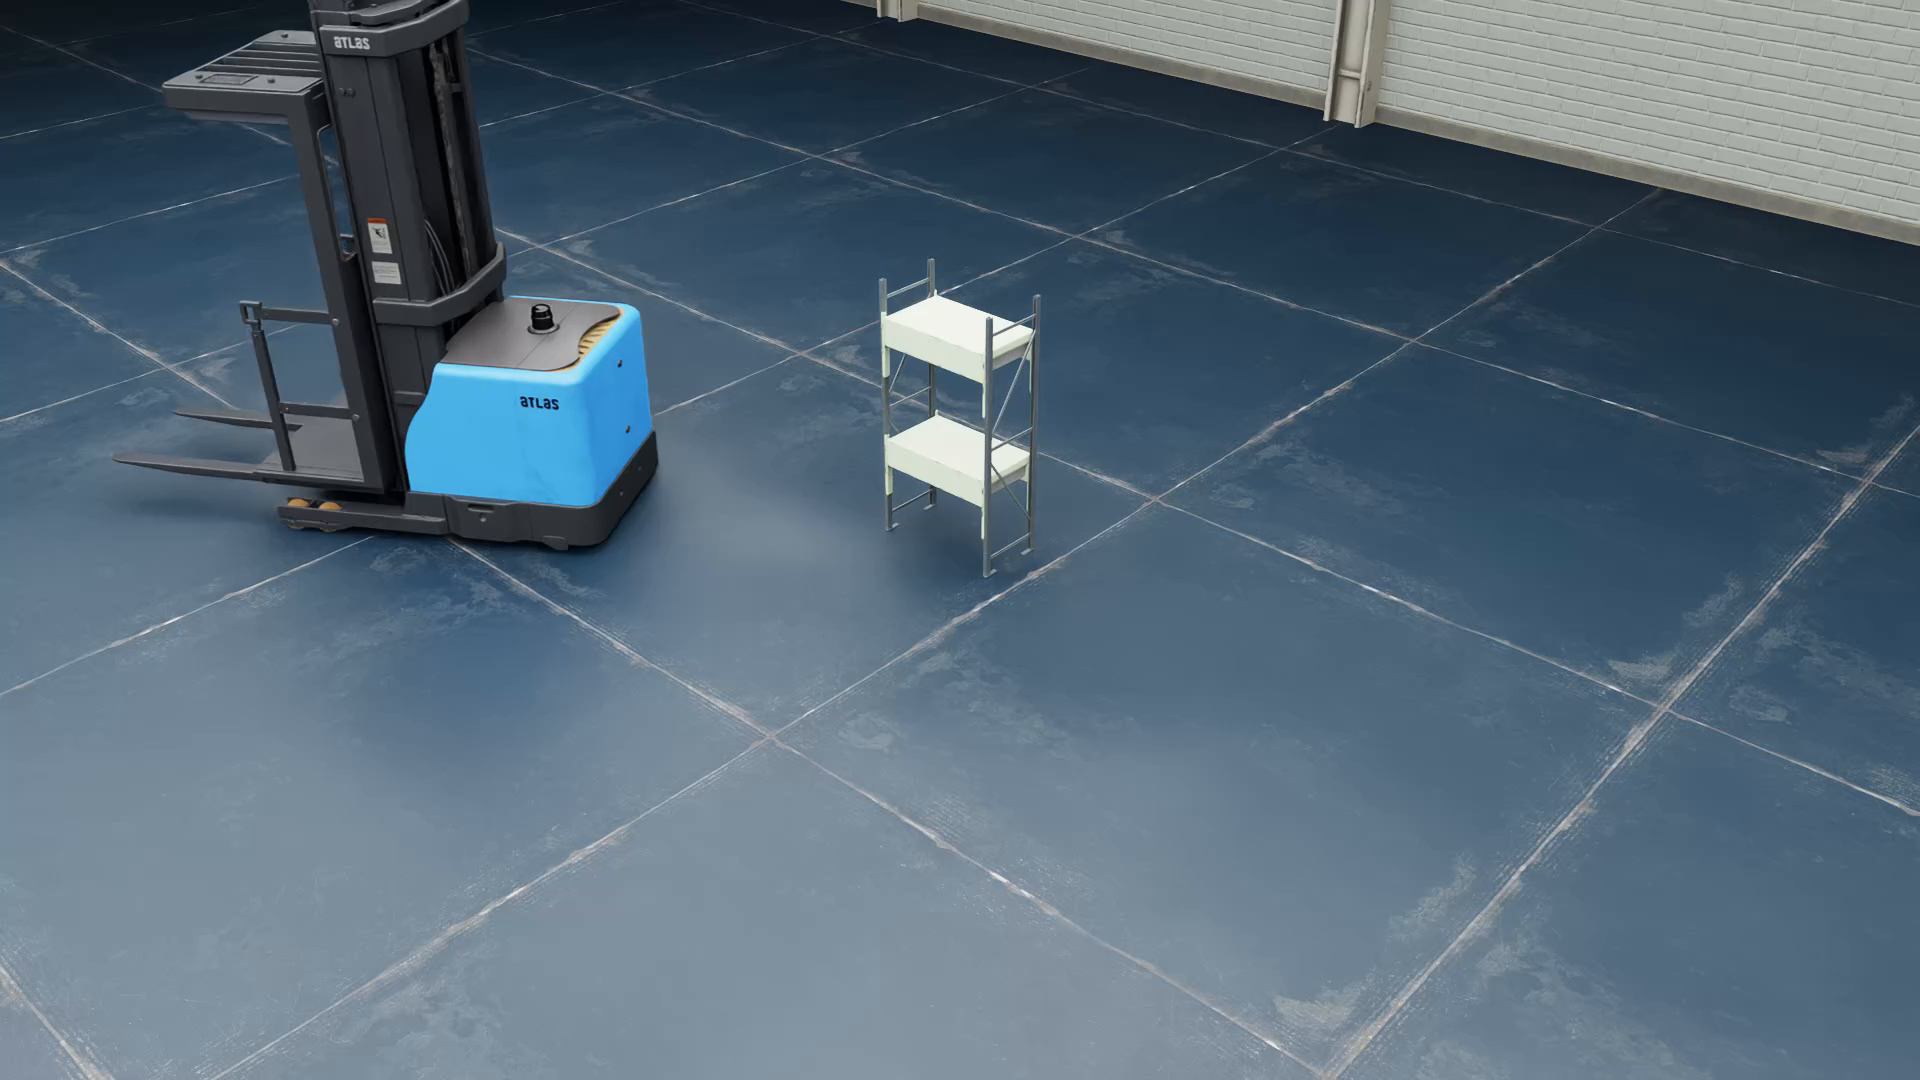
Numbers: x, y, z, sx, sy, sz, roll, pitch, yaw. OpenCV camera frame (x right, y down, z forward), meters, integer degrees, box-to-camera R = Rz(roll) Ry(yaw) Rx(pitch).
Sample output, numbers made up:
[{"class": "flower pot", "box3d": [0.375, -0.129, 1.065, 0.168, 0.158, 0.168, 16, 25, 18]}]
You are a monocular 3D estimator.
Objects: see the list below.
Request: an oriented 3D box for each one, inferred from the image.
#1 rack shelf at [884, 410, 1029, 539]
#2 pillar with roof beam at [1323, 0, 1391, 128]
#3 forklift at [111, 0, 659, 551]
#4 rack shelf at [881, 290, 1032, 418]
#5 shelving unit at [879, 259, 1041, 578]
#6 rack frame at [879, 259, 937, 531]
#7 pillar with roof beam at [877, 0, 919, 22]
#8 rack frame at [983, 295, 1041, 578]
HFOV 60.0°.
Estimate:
[{"class": "rack shelf", "box3d": [-0.005, -0.366, 9.035, 0.720, 0.370, 0.431, 25, 39, 35]}, {"class": "pillar with roof beam", "box3d": [0.840, -6.227, 10.869, 0.400, 9.000, 9.100, 25, 39, 35]}, {"class": "forklift", "box3d": [-3.354, -1.560, 9.000, 3.031, 2.935, 1.130, 5, 31, 9]}, {"class": "rack shelf", "box3d": [-0.005, -0.979, 8.666, 0.720, 0.370, 0.431, 25, 39, 35]}, {"class": "shelving unit", "box3d": [-0.005, -0.645, 8.867, 0.755, 1.500, 0.431, 25, 39, 35]}, {"class": "rack frame", "box3d": [-0.276, -0.772, 9.077, 0.023, 1.500, 0.400, 25, 39, 35]}, {"class": "pillar with roof beam", "box3d": [-3.609, -8.304, 14.319, 0.400, 9.000, 9.100, 25, 39, 35]}, {"class": "rack frame", "box3d": [0.266, -0.518, 8.657, 0.023, 1.500, 0.400, 25, 39, 35]}]
